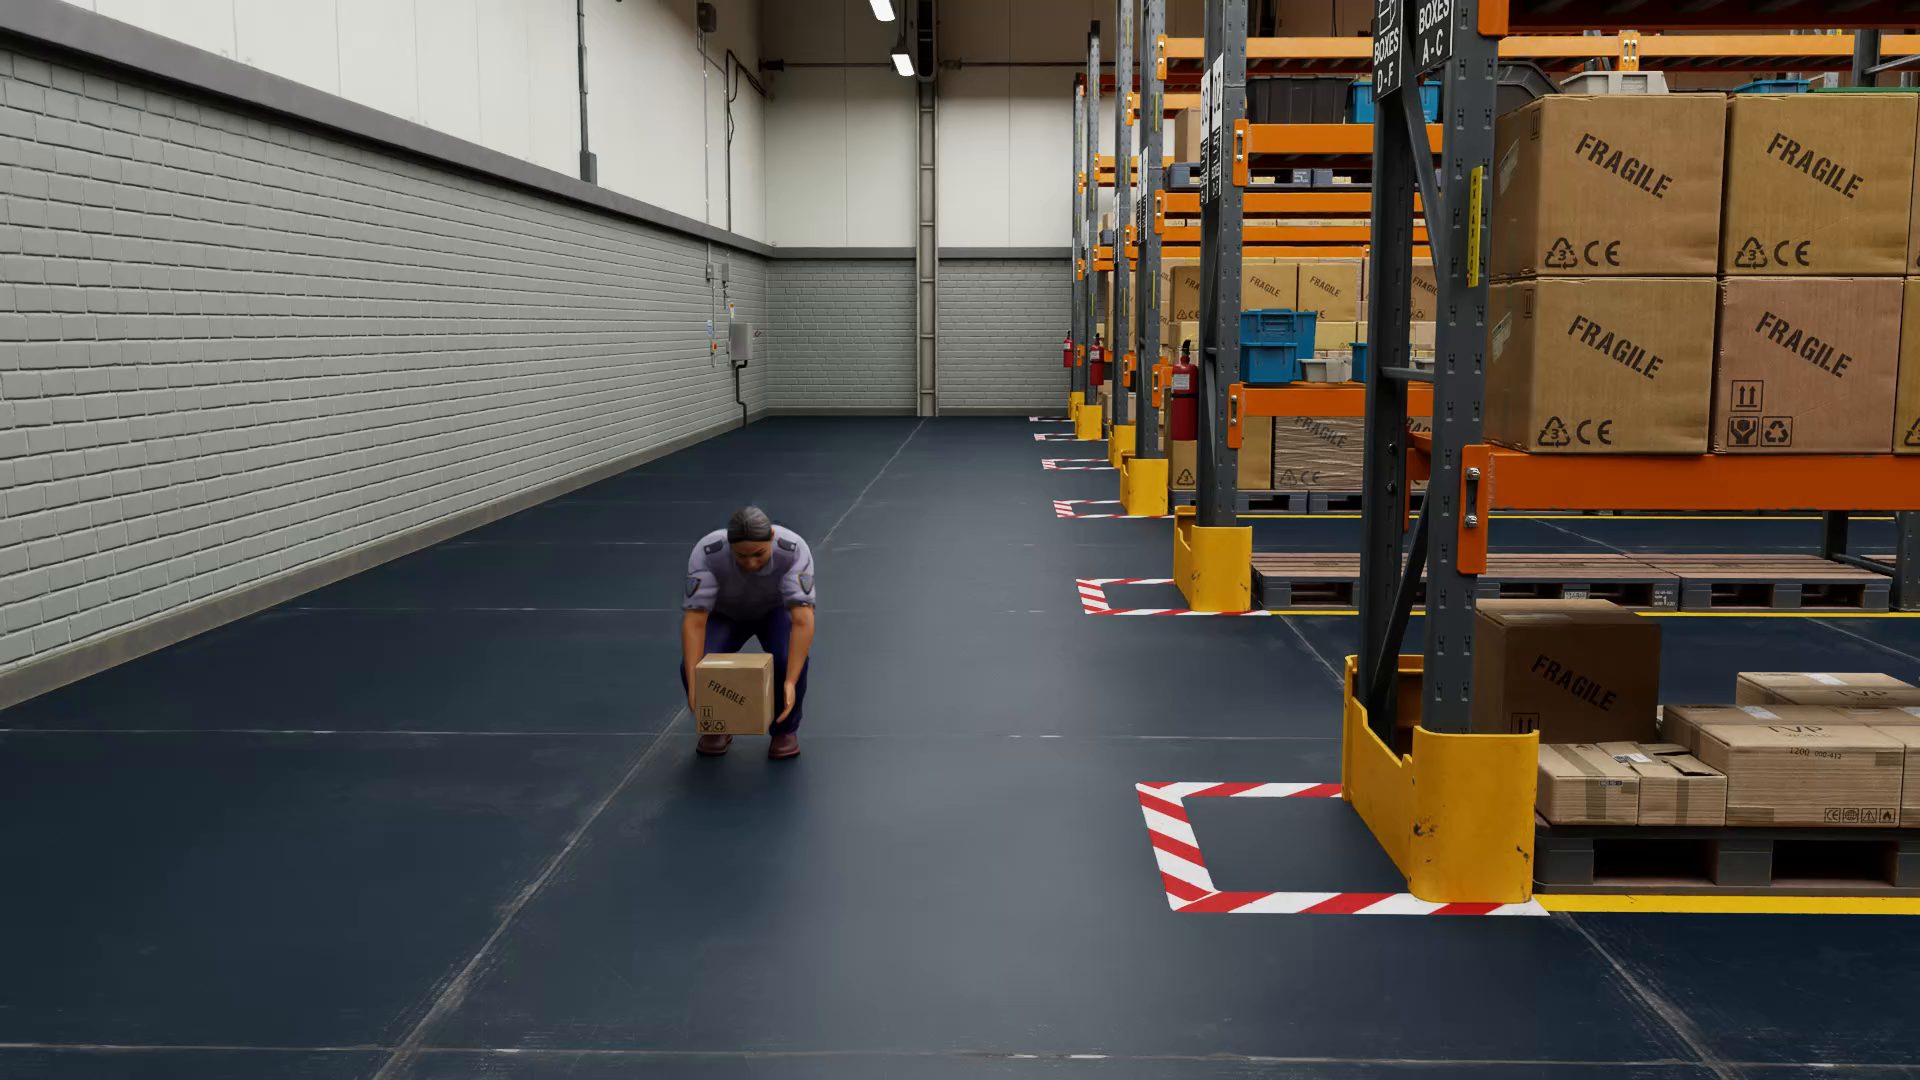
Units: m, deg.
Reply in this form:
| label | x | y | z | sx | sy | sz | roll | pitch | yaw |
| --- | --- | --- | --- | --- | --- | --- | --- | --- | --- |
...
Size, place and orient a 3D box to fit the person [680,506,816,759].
| label | x | y | z | sx | sy | sz | roll | pitch | yaw |
| --- | --- | --- | --- | --- | --- | --- | --- | --- | --- |
| person | -0.807 | 0.341 | 6.452 | 0.530 | 1.013 | 0.802 | 0 | 7 | 1 |
